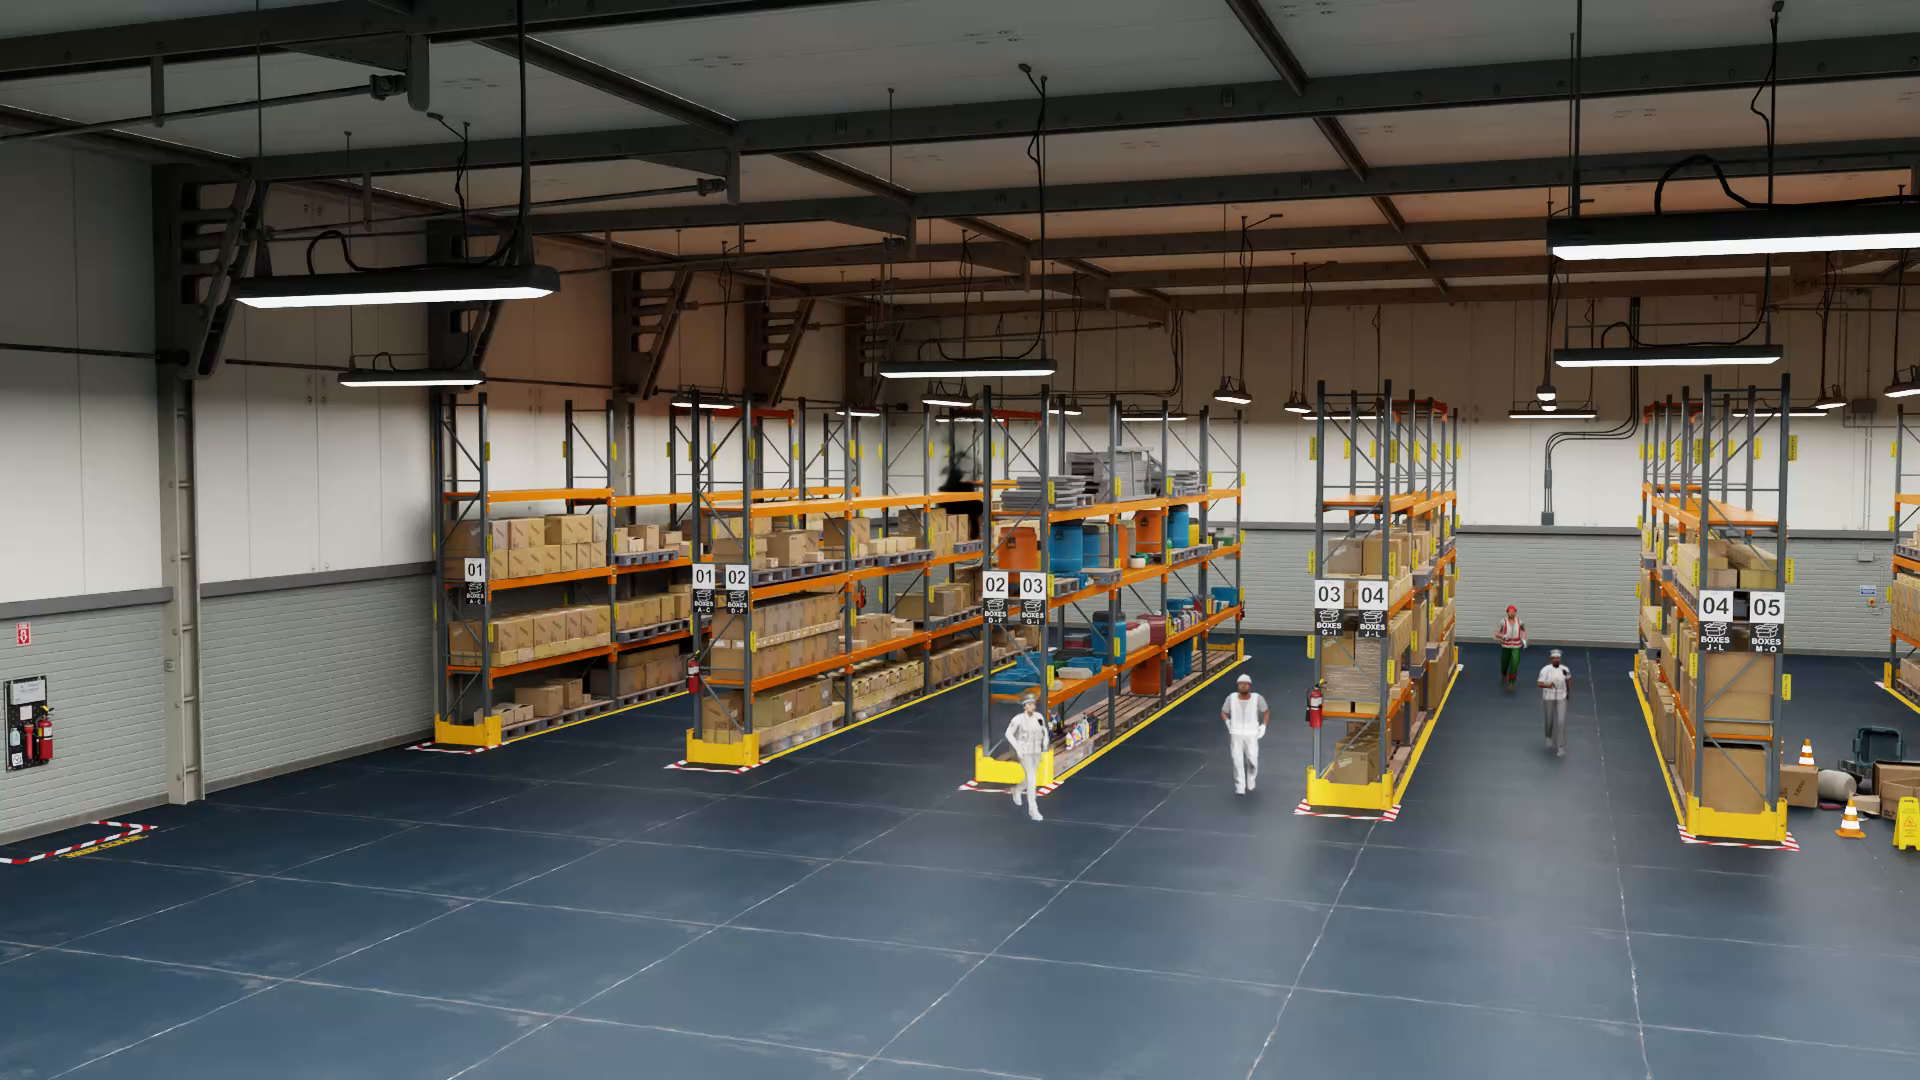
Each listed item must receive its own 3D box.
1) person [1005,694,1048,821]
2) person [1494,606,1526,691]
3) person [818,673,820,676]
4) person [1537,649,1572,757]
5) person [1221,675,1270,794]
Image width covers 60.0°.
[{"bbox_3d":[0.923,2.940,22.869,0.614,1.709,0.804,-2,3,-29],"label":"person"},{"bbox_3d":[11.557,2.252,34.916,0.660,1.765,0.866,1,3,12],"label":"person"},{"bbox_3d":[-3.109,2.225,36.058,0.646,1.712,0.927,0,3,6],"label":"person"},{"bbox_3d":[9.869,2.665,27.590,0.570,1.723,0.871,1,3,13],"label":"person"},{"bbox_3d":[4.139,2.834,24.182,0.697,1.746,0.596,1,3,15],"label":"person"}]
